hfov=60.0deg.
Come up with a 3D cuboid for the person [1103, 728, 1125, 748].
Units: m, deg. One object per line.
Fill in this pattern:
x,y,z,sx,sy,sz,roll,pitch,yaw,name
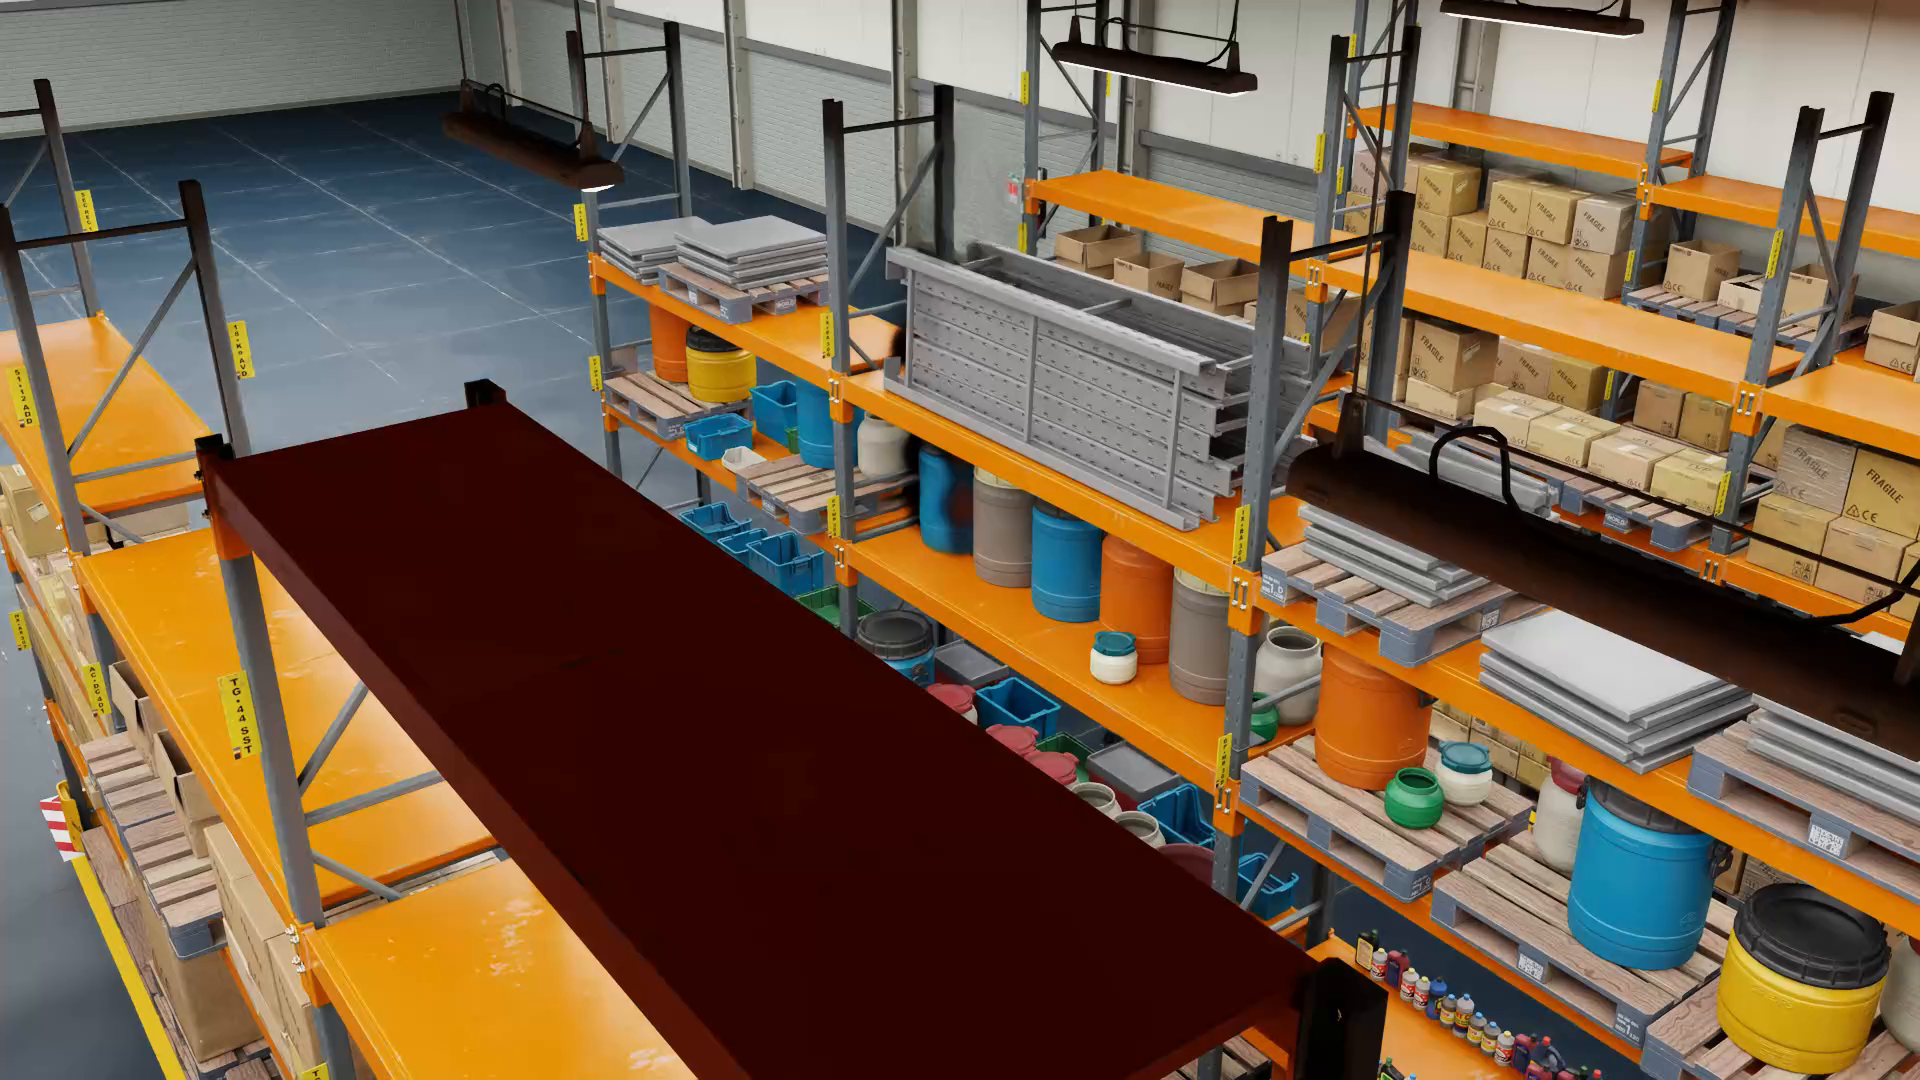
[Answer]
1.401,1.365,13.279,0.691,1.745,0.586,-16,29,-32,person
